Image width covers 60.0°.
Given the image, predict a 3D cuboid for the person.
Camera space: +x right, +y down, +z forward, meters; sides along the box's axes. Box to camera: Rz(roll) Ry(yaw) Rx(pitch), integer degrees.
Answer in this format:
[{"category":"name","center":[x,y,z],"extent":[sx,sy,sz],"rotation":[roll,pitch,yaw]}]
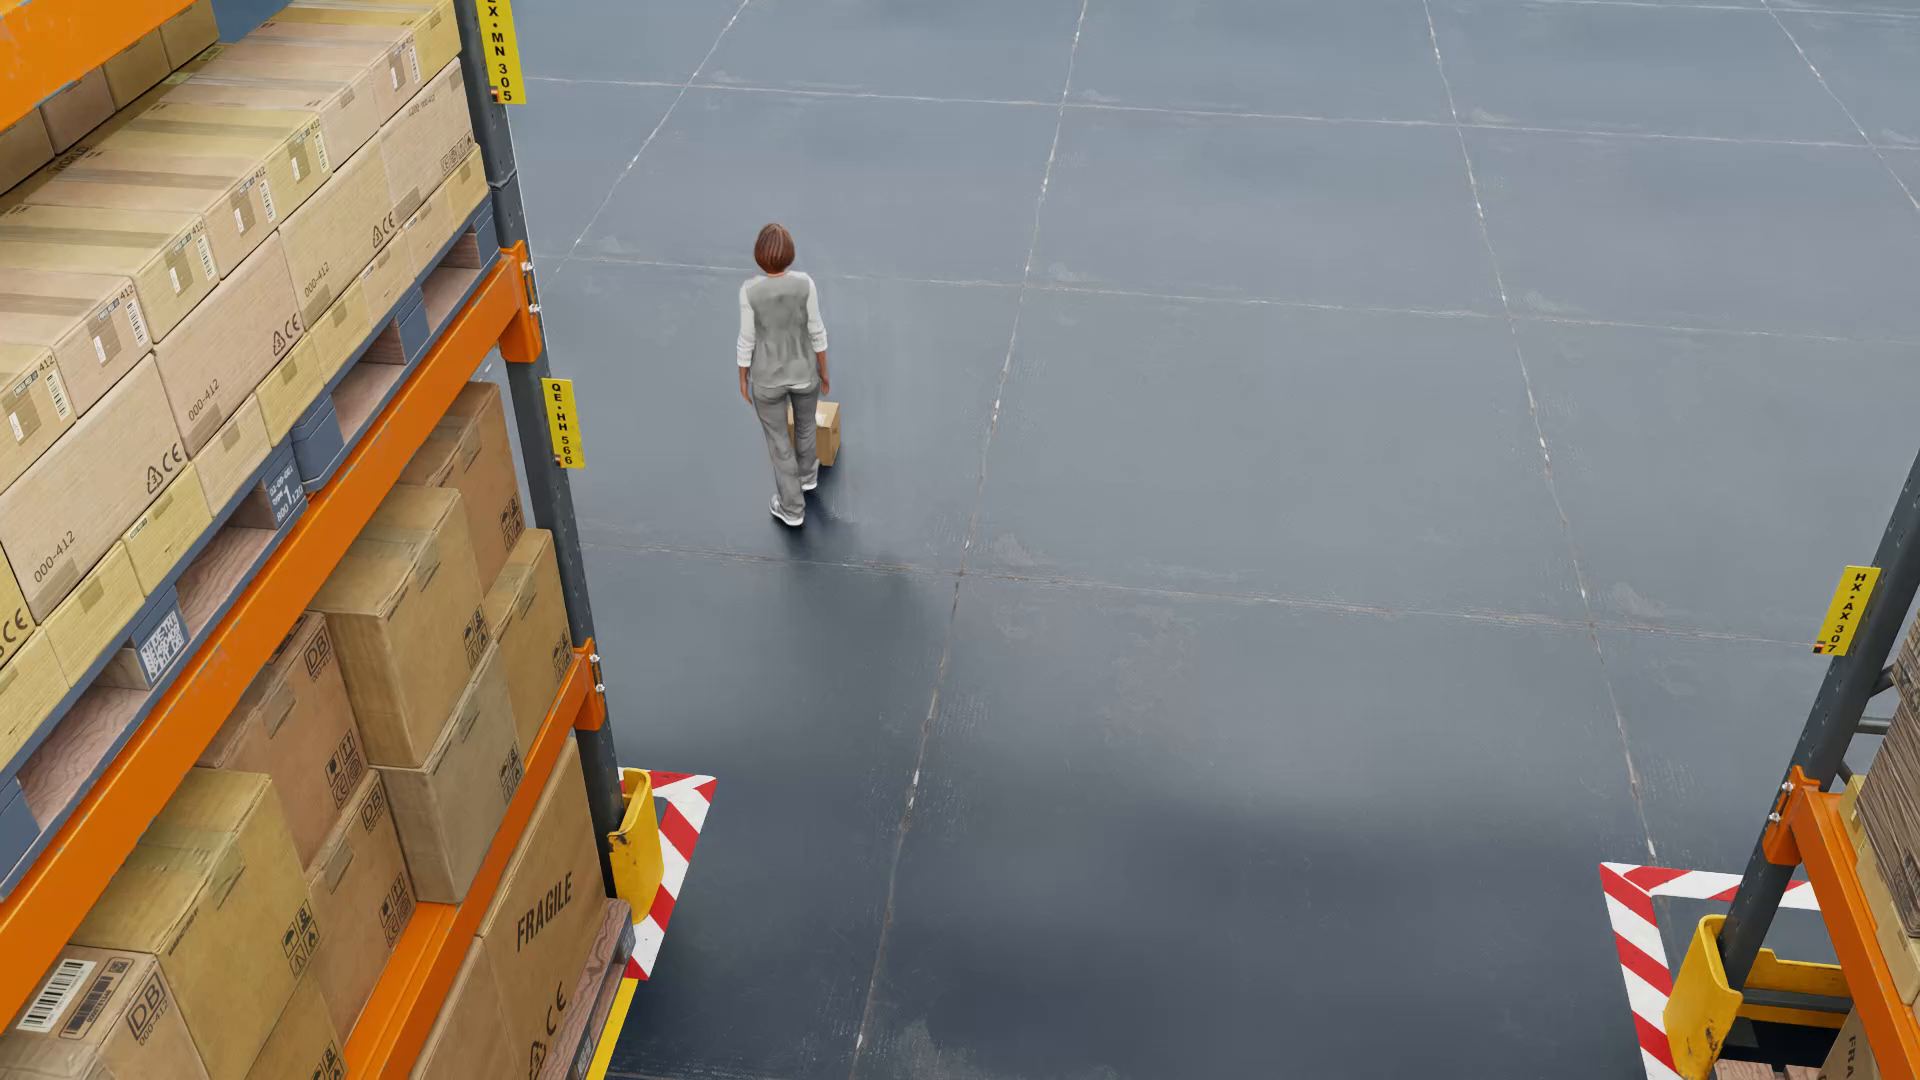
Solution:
[{"category":"person","center":[-0.888,-0.847,8.166],"extent":[0.438,1.594,0.565],"rotation":[-12,38,-15]}]
